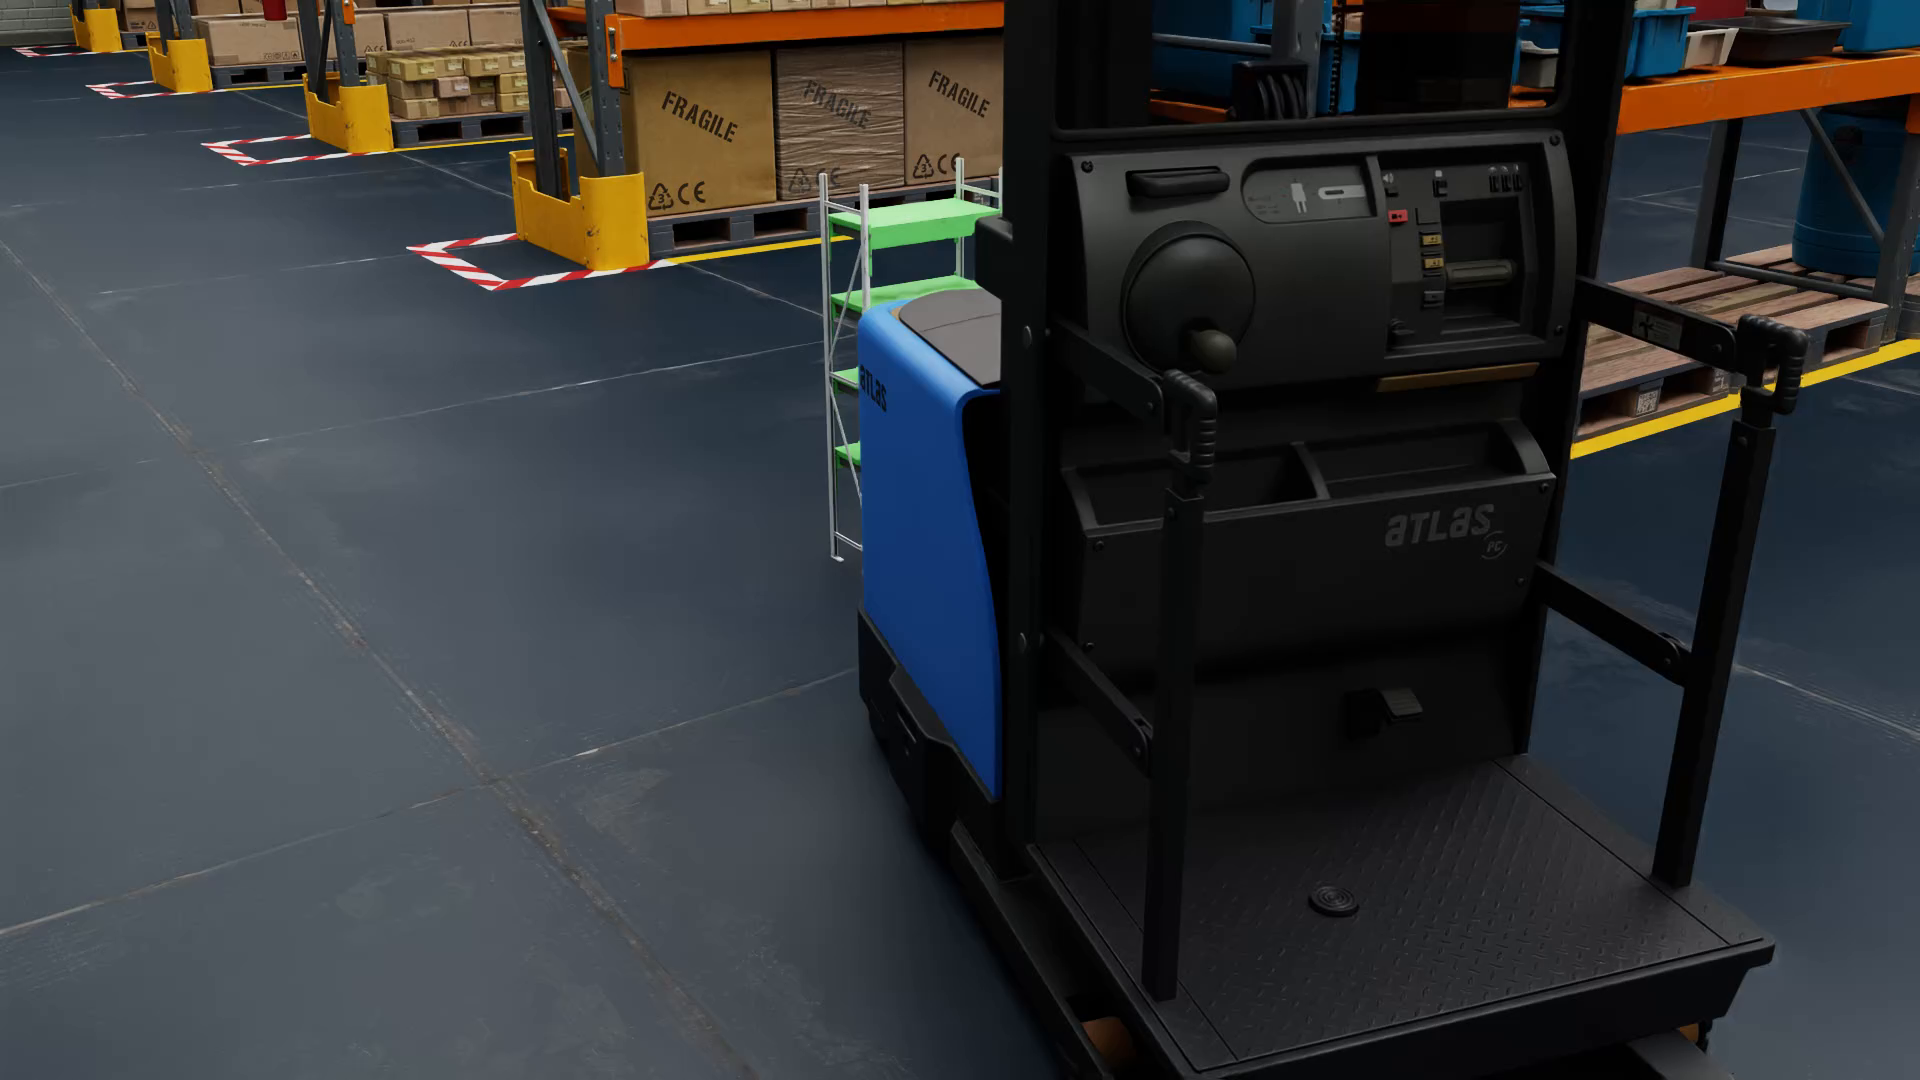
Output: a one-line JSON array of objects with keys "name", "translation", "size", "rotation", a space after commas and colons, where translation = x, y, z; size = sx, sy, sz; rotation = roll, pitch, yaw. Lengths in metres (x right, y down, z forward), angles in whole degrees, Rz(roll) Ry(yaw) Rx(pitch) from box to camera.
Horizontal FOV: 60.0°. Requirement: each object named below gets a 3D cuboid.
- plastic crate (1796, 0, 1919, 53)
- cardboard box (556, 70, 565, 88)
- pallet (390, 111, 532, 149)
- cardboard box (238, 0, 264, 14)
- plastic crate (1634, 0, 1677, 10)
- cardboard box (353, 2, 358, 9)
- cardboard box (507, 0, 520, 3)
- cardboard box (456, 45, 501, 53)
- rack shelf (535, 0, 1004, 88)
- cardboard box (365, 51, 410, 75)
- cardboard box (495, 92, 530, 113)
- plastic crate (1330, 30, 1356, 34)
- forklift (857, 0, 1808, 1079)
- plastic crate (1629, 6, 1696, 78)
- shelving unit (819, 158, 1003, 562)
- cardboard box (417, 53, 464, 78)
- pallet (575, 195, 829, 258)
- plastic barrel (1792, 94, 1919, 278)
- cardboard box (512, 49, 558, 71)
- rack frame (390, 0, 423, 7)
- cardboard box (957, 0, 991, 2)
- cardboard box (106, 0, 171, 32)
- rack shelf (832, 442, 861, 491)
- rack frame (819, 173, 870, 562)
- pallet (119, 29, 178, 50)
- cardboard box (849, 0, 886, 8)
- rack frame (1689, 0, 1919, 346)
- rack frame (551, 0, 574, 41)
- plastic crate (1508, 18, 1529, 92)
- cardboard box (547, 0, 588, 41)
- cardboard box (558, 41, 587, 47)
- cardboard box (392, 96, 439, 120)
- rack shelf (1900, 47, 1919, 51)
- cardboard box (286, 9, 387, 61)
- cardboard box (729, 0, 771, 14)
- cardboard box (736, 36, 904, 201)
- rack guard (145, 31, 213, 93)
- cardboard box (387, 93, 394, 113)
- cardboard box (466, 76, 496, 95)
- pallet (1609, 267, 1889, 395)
[{"name": "plastic crate", "translation": [3.799, -2.260, 6.954], "size": [0.575, 0.384, 0.392], "rotation": [-15, 26, -33]}, {"name": "cardboard box", "translation": [-3.371, -3.929, 14.074], "size": [0.250, 0.149, 0.380], "rotation": [-13, 25, -30]}, {"name": "pallet", "translation": [-4.234, -3.468, 13.803], "size": [1.213, 0.211, 1.003], "rotation": [-15, 26, -33]}, {"name": "cardboard box", "translation": [-9.095, -6.937, 21.540], "size": [0.500, 0.500, 0.500], "rotation": [-14, 26, -32]}, {"name": "plastic crate", "translation": [2.631, -2.141, 6.794], "size": [0.530, 0.282, 0.437], "rotation": [-15, 26, -33]}, {"name": "cardboard box", "translation": [-8.174, -7.046, 22.130], "size": [0.258, 0.266, 0.396], "rotation": [-14, 26, -31]}, {"name": "cardboard box", "translation": [-6.245, -7.704, 23.460], "size": [0.500, 0.500, 0.500], "rotation": [-16, 27, -34]}, {"name": "cardboard box", "translation": [-4.073, -4.088, 14.072], "size": [0.250, 0.149, 0.380], "rotation": [-16, 27, -35]}, {"name": "rack shelf", "translation": [-0.538, -3.167, 10.255], "size": [4.000, 0.370, 1.077], "rotation": [-15, 26, -33]}, {"name": "cardboard box", "translation": [-4.694, -3.920, 13.650], "size": [0.250, 0.149, 0.380], "rotation": [-15, 26, -32]}, {"name": "cardboard box", "translation": [-3.730, -3.629, 13.724], "size": [0.250, 0.149, 0.380], "rotation": [-15, 26, -32]}, {"name": "plastic crate", "translation": [1.531, -1.772, 6.066], "size": [0.243, 0.136, 0.396], "rotation": [-15, 26, -33]}, {"name": "forklift", "translation": [0.697, -0.464, 2.604], "size": [1.130, 2.935, 3.031], "rotation": [-7, 23, -17]}, {"name": "plastic crate", "translation": [2.437, -1.832, 6.086], "size": [0.300, 0.233, 0.416], "rotation": [-15, 26, -33]}, {"name": "shelving unit", "translation": [-0.134, -0.521, 5.084], "size": [0.503, 1.200, 0.258], "rotation": [-15, 26, -33]}, {"name": "cardboard box", "translation": [-4.199, -3.836, 13.440], "size": [0.250, 0.149, 0.380], "rotation": [-14, 26, -32]}, {"name": "pallet", "translation": [-1.558, -1.969, 10.047], "size": [1.213, 0.211, 1.003], "rotation": [-15, 26, -33]}, {"name": "plastic barrel", "translation": [4.430, -1.777, 8.066], "size": [0.708, 0.901, 0.600], "rotation": [-15, 26, -33]}, {"name": "cardboard box", "translation": [-3.536, -3.988, 13.820], "size": [0.250, 0.149, 0.380], "rotation": [-14, 26, -31]}, {"name": "rack frame", "translation": [-7.604, -8.408, 22.419], "size": [0.127, 3.000, 1.000], "rotation": [-15, 26, -33]}, {"name": "cardboard box", "translation": [-0.013, -3.374, 10.144], "size": [0.250, 0.149, 0.380], "rotation": [-15, 26, -34]}, {"name": "cardboard box", "translation": [-10.299, -6.681, 20.894], "size": [0.637, 0.503, 0.797], "rotation": [-16, 27, -35]}, {"name": "rack shelf", "translation": [-0.134, -0.239, 5.197], "size": [0.480, 0.148, 0.258], "rotation": [-15, 26, -33]}, {"name": "rack frame", "translation": [-0.333, -0.469, 4.952], "size": [0.015, 1.200, 0.240], "rotation": [-15, 26, -33]}, {"name": "pallet", "translation": [-10.142, -6.436, 21.240], "size": [1.213, 0.211, 1.003], "rotation": [-15, 26, -33]}, {"name": "cardboard box", "translation": [-0.638, -3.208, 9.727], "size": [0.250, 0.149, 0.380], "rotation": [-15, 26, -33]}, {"name": "rack frame", "translation": [3.978, -2.444, 7.473], "size": [0.127, 3.000, 1.000], "rotation": [-15, 26, -33]}, {"name": "rack frame", "translation": [-4.702, -6.915, 18.678], "size": [0.127, 3.000, 1.000], "rotation": [-15, 26, -33]}, {"name": "plastic crate", "translation": [1.659, -1.625, 5.566], "size": [0.300, 0.233, 0.416], "rotation": [-15, 26, -33]}, {"name": "cardboard box", "translation": [-4.245, -6.281, 19.391], "size": [0.875, 0.875, 0.875], "rotation": [-14, 26, -31]}, {"name": "cardboard box", "translation": [-3.413, -4.252, 14.482], "size": [0.250, 0.149, 0.380], "rotation": [-15, 26, -33]}, {"name": "cardboard box", "translation": [-4.364, -3.470, 13.325], "size": [0.250, 0.149, 0.380], "rotation": [-14, 26, -32]}, {"name": "rack shelf", "translation": [5.602, -2.542, 8.691], "size": [4.000, 0.370, 1.077], "rotation": [-15, 26, -33]}, {"name": "cardboard box", "translation": [-6.733, -5.428, 17.842], "size": [0.875, 0.438, 0.875], "rotation": [-14, 26, -31]}, {"name": "cardboard box", "translation": [-1.265, -3.040, 9.307], "size": [0.250, 0.149, 0.380], "rotation": [-16, 27, -34]}, {"name": "cardboard box", "translation": [-0.950, -2.636, 10.254], "size": [0.875, 0.875, 0.875], "rotation": [-15, 26, -33]}, {"name": "rack guard", "translation": [-7.968, -4.883, 16.959], "size": [0.348, 0.500, 1.175], "rotation": [-15, 26, -33]}, {"name": "cardboard box", "translation": [-4.670, -3.630, 13.725], "size": [0.250, 0.149, 0.380], "rotation": [-14, 26, -32]}, {"name": "cardboard box", "translation": [-3.998, -3.749, 13.623], "size": [0.250, 0.149, 0.380], "rotation": [-15, 26, -32]}, {"name": "pallet", "translation": [3.404, -0.978, 7.561], "size": [1.213, 0.211, 1.003], "rotation": [-15, 26, -33]}]
